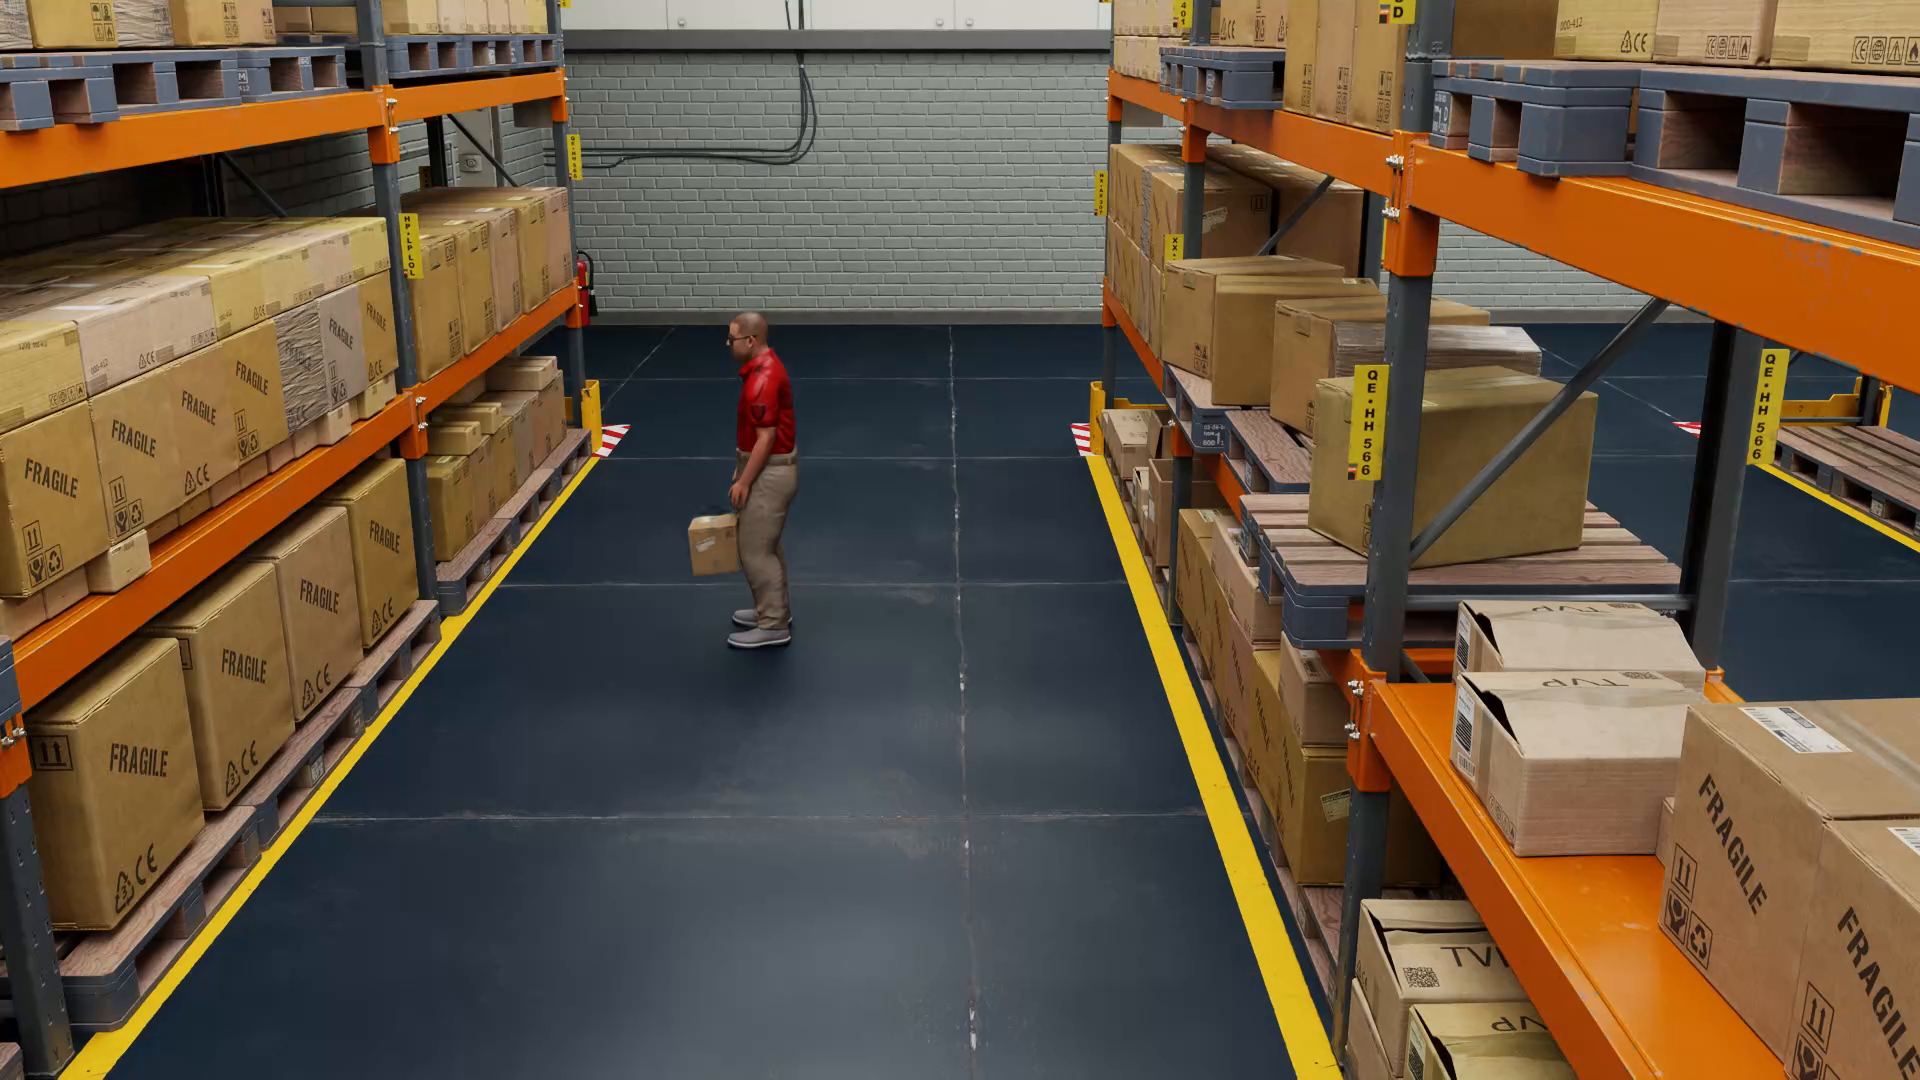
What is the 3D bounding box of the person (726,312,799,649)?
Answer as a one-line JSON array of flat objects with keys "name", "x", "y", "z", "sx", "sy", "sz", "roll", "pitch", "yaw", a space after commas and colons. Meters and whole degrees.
[{"name": "person", "x": -1.032, "y": -0.319, "z": 8.604, "sx": 0.392, "sy": 1.731, "sz": 0.561, "roll": -1, "pitch": 17, "yaw": -2}]
